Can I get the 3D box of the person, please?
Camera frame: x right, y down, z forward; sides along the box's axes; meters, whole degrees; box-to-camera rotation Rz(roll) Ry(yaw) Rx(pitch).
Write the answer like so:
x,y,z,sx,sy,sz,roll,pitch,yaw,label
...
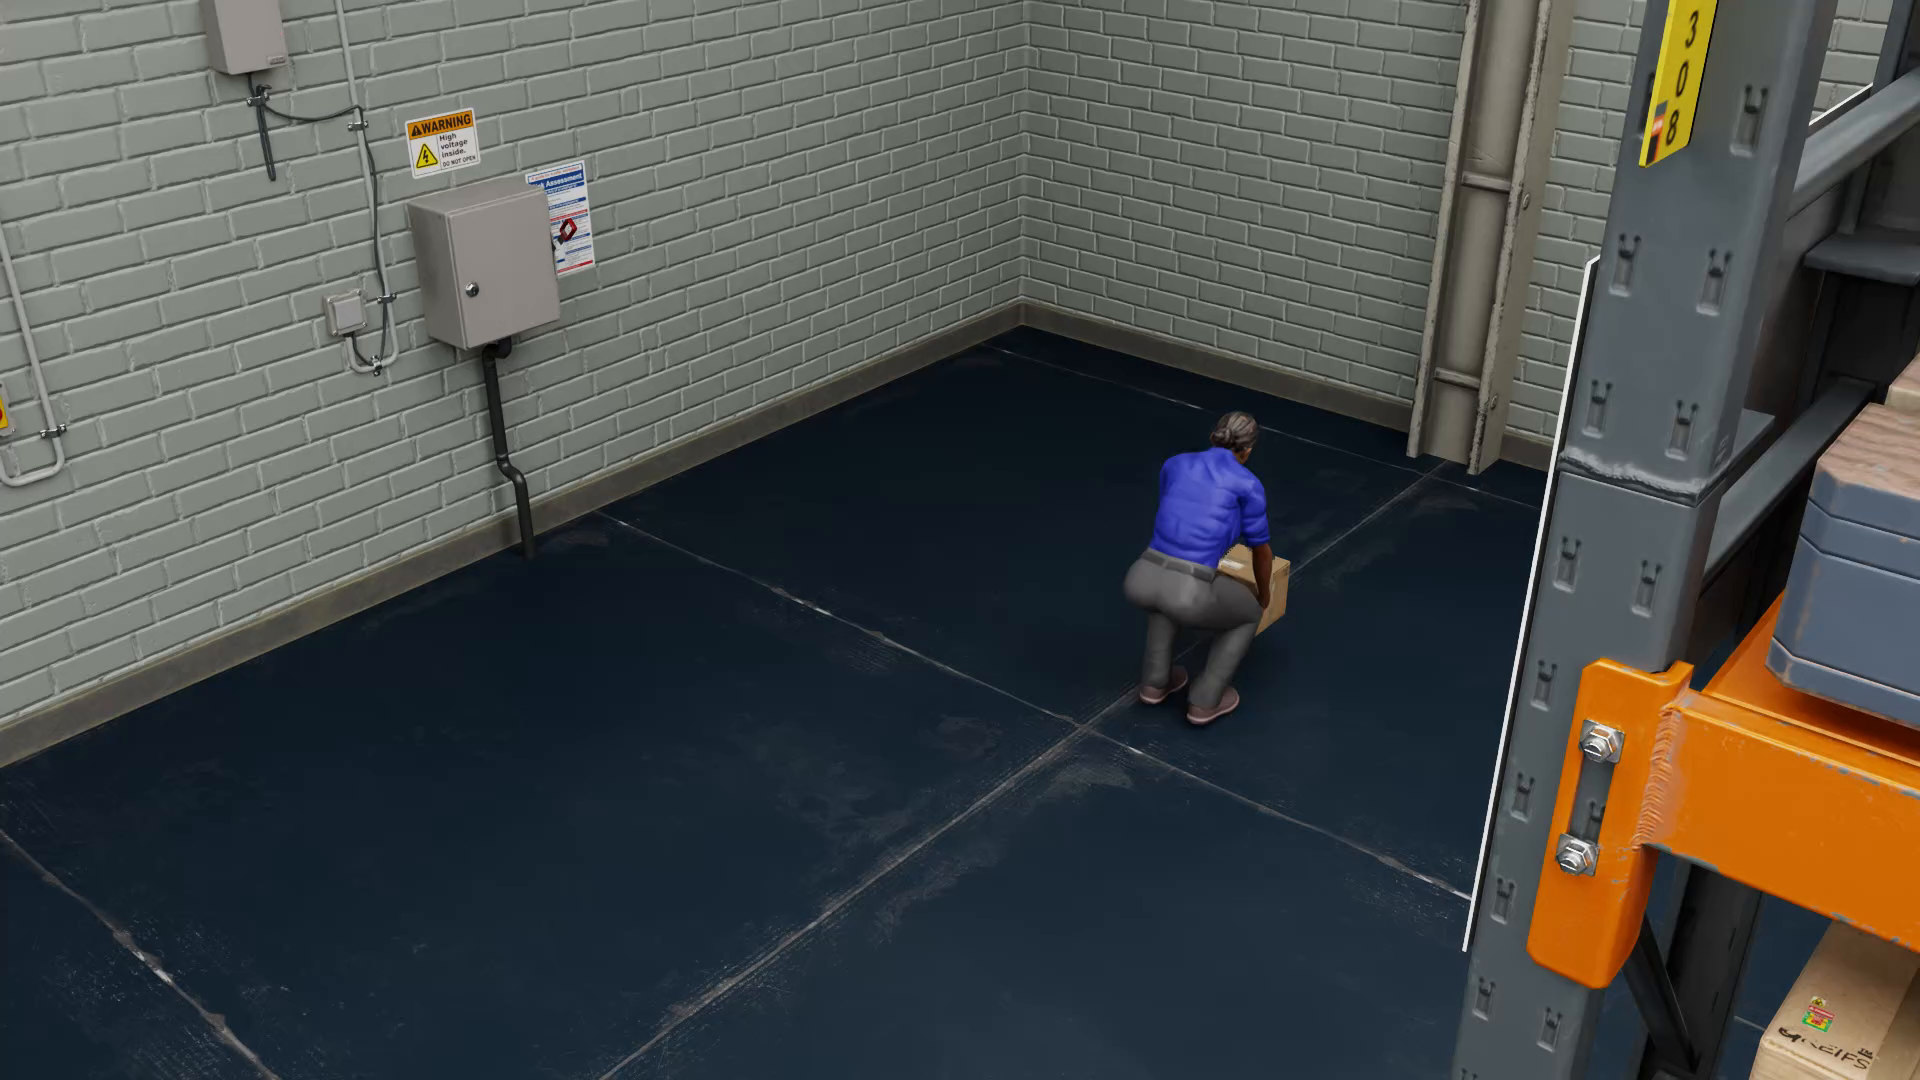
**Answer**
x,y,z,sx,sy,sz,roll,pitch,yaw,label
0.907,0.121,6.457,0.497,1.142,0.732,21,34,34,person
